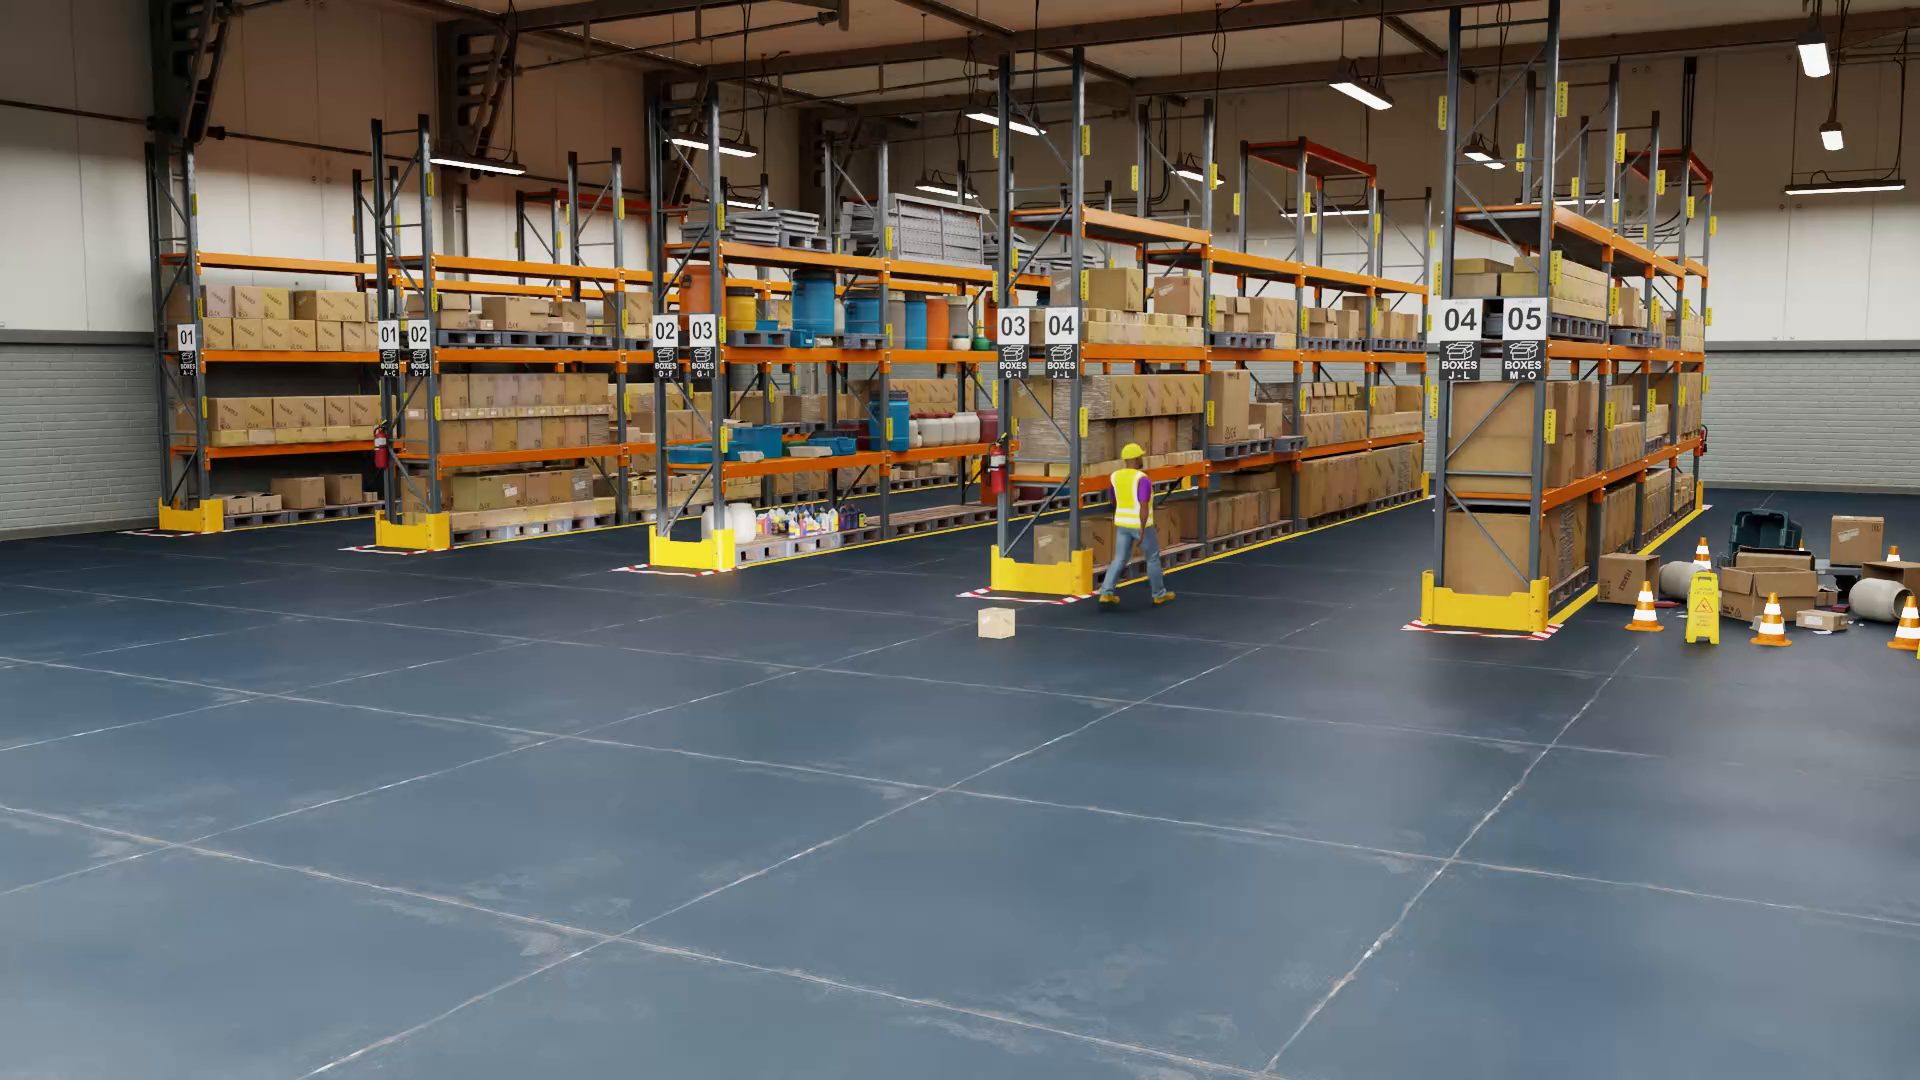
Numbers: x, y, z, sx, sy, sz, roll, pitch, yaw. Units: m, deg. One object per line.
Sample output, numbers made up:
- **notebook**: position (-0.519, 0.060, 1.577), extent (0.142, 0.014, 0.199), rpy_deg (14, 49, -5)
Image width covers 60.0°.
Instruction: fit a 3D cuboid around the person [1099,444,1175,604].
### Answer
- **person**: position (1.867, -0.167, 17.645), extent (0.569, 1.721, 1.048), rpy_deg (5, 8, 42)
